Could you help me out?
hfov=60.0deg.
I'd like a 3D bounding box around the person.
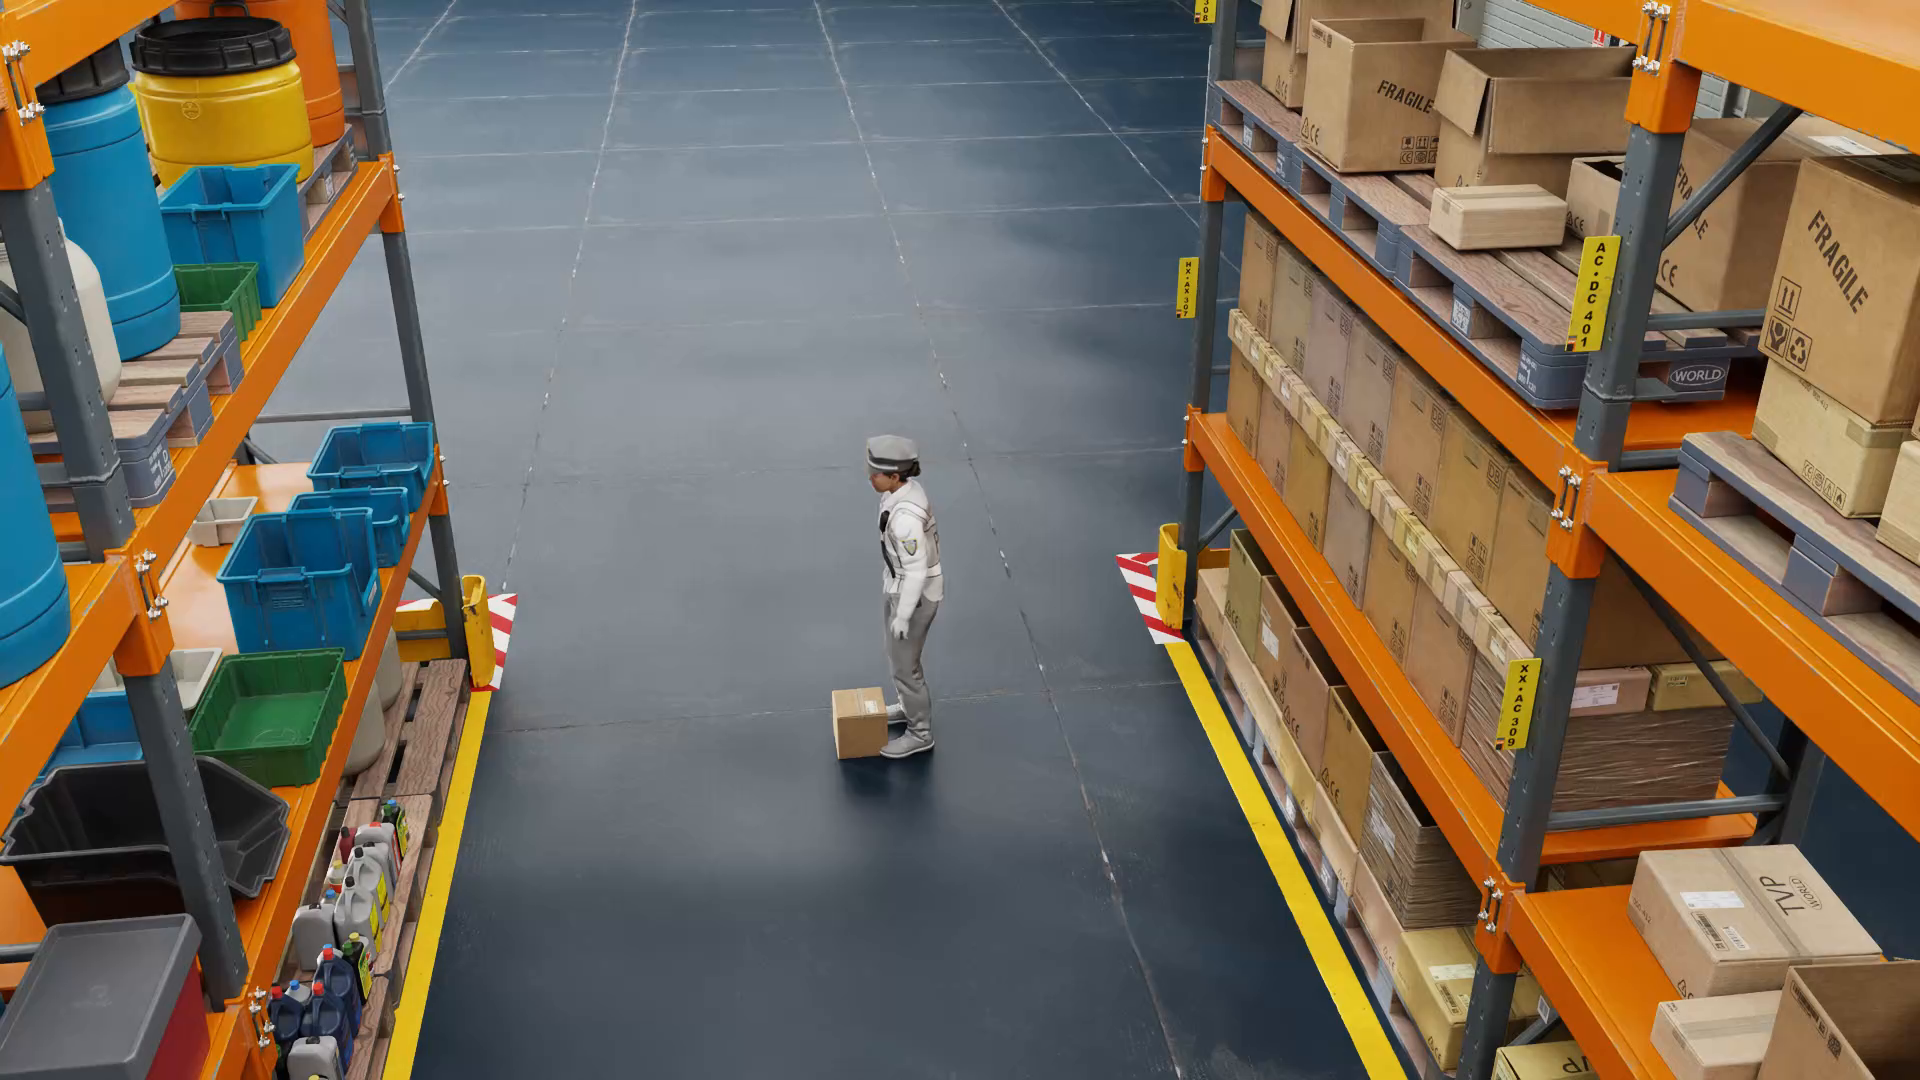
[{"bbox_3d":[-0.267,0.272,8.088,0.371,1.663,0.530,-3,28,-7],"label":"person"}]
